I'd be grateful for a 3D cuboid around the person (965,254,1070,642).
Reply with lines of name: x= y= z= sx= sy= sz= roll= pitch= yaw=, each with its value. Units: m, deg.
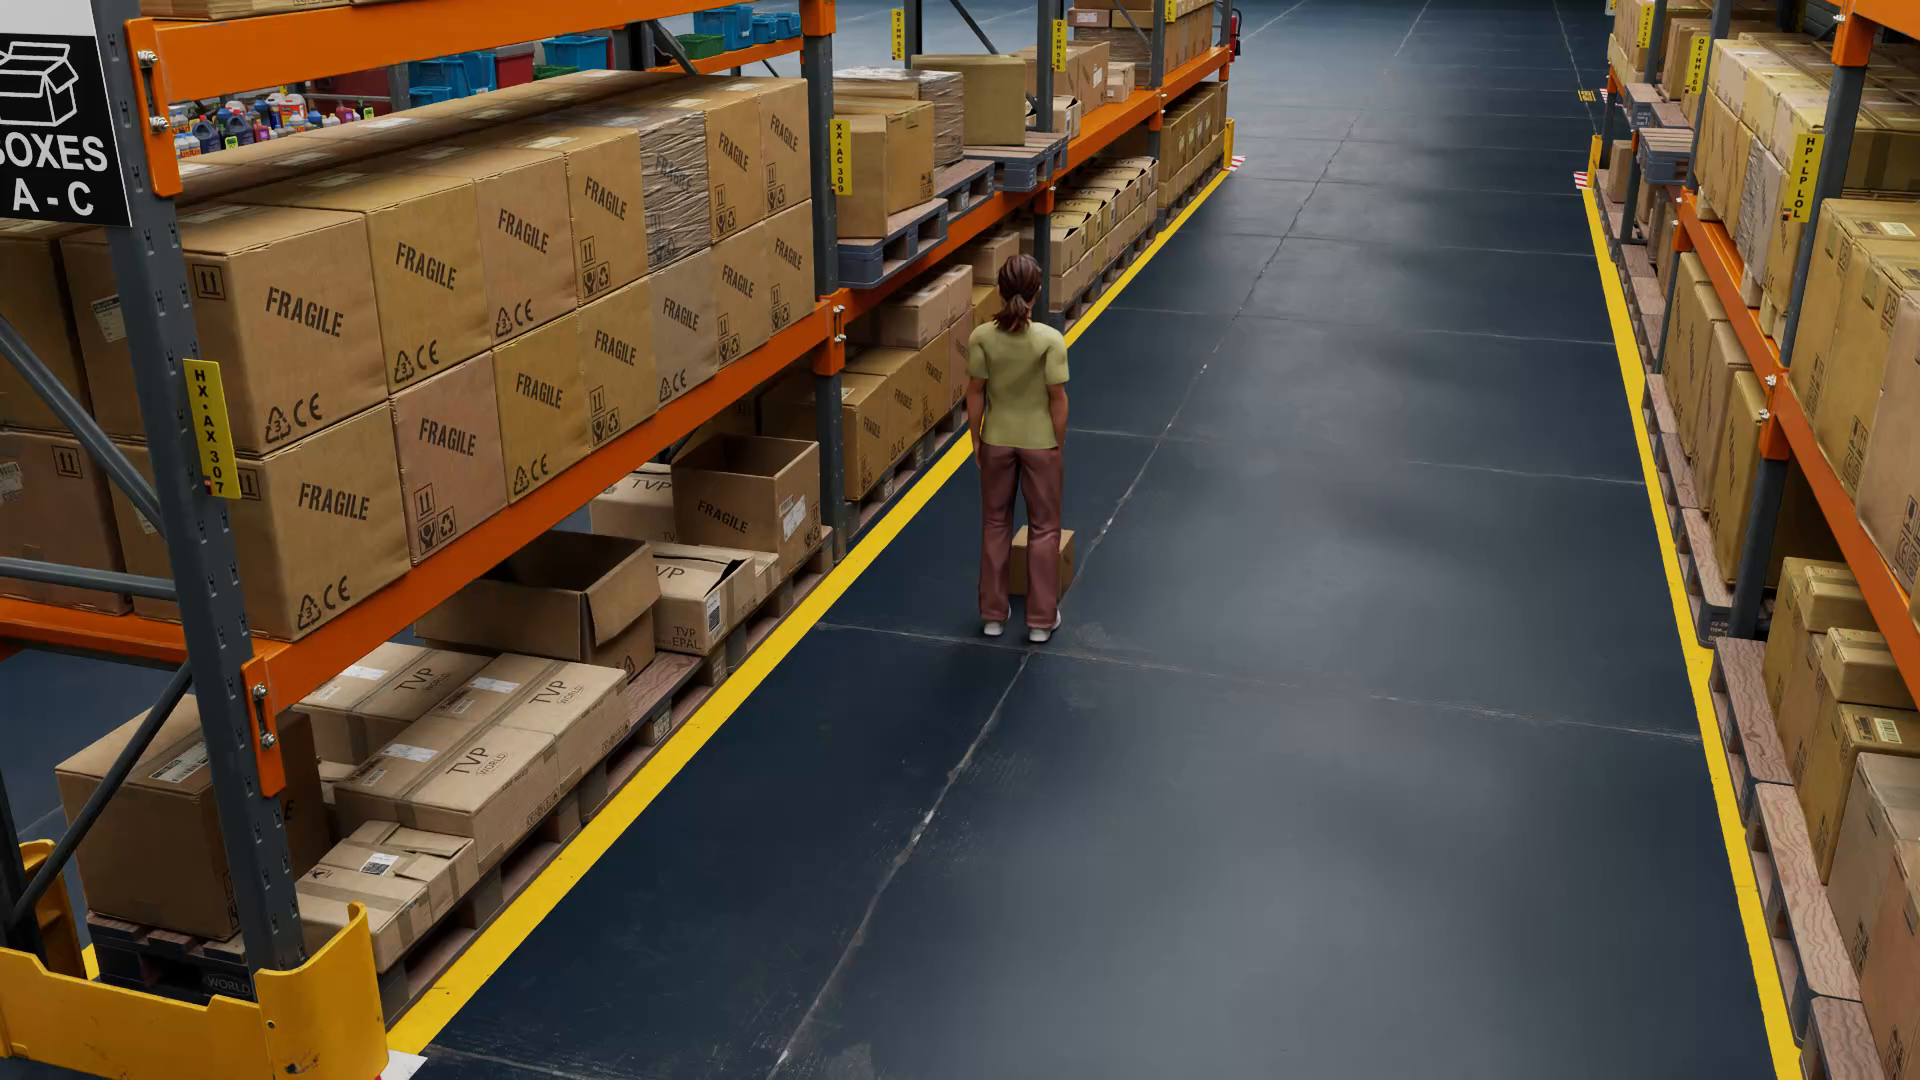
person: x=0.246 y=-0.381 z=7.041 sx=0.442 sy=1.670 sz=0.364 roll=6 pitch=23 yaw=14
